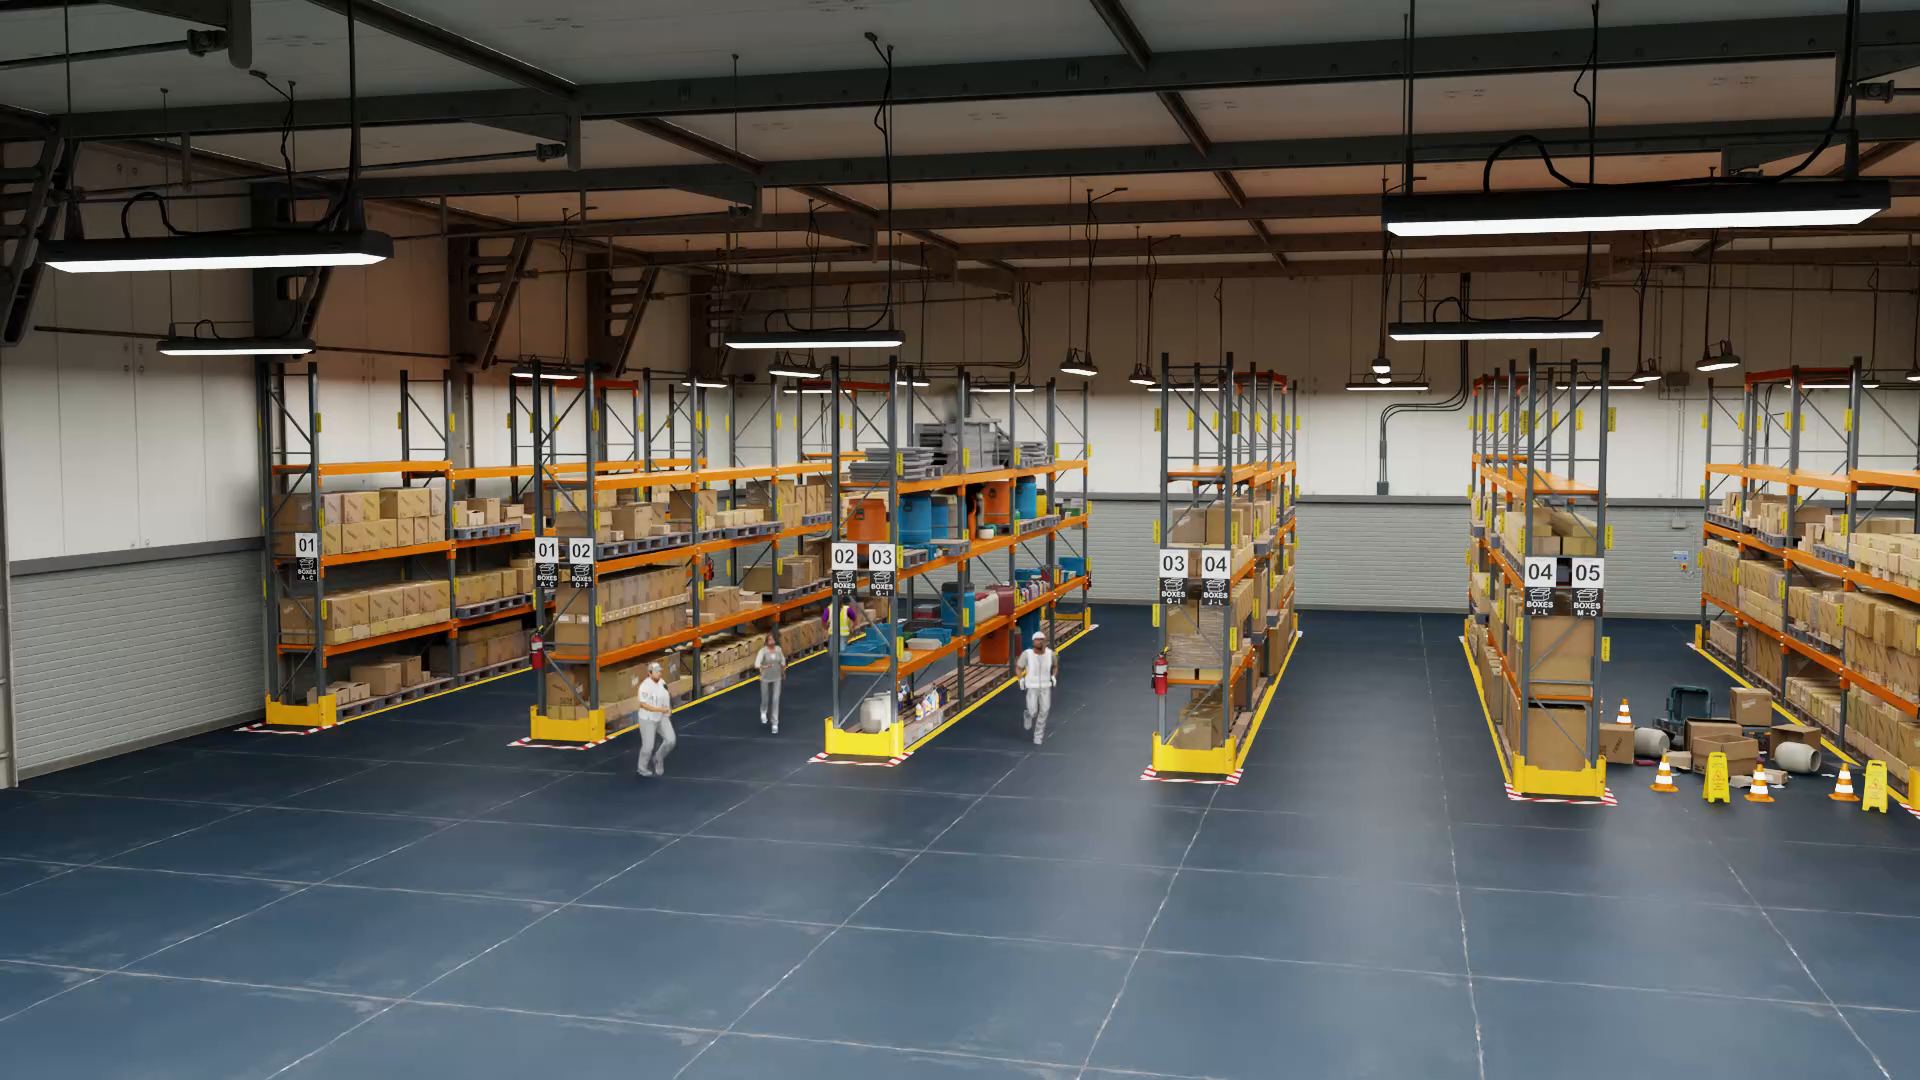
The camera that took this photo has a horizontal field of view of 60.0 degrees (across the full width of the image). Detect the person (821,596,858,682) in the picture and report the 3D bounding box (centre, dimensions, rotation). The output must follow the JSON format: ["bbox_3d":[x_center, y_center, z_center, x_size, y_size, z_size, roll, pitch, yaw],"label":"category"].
[{"bbox_3d":[-2.356,1.864,32.357,0.714,1.733,0.791,0,4,3],"label":"person"}]

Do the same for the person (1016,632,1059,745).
[{"bbox_3d":[1.228,2.306,26.137,0.697,1.744,0.703,-1,4,-8],"label":"person"}]

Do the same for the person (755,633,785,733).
[{"bbox_3d":[-3.079,2.285,26.983,0.537,1.586,0.881,-1,4,-17],"label":"person"}]

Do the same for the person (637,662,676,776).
[{"bbox_3d":[-4.282,2.528,23.437,0.718,1.625,0.577,4,5,41],"label":"person"}]

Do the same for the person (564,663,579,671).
[{"bbox_3d":[-7.290,1.979,31.478,0.514,1.710,0.821,0,4,-3],"label":"person"}]
